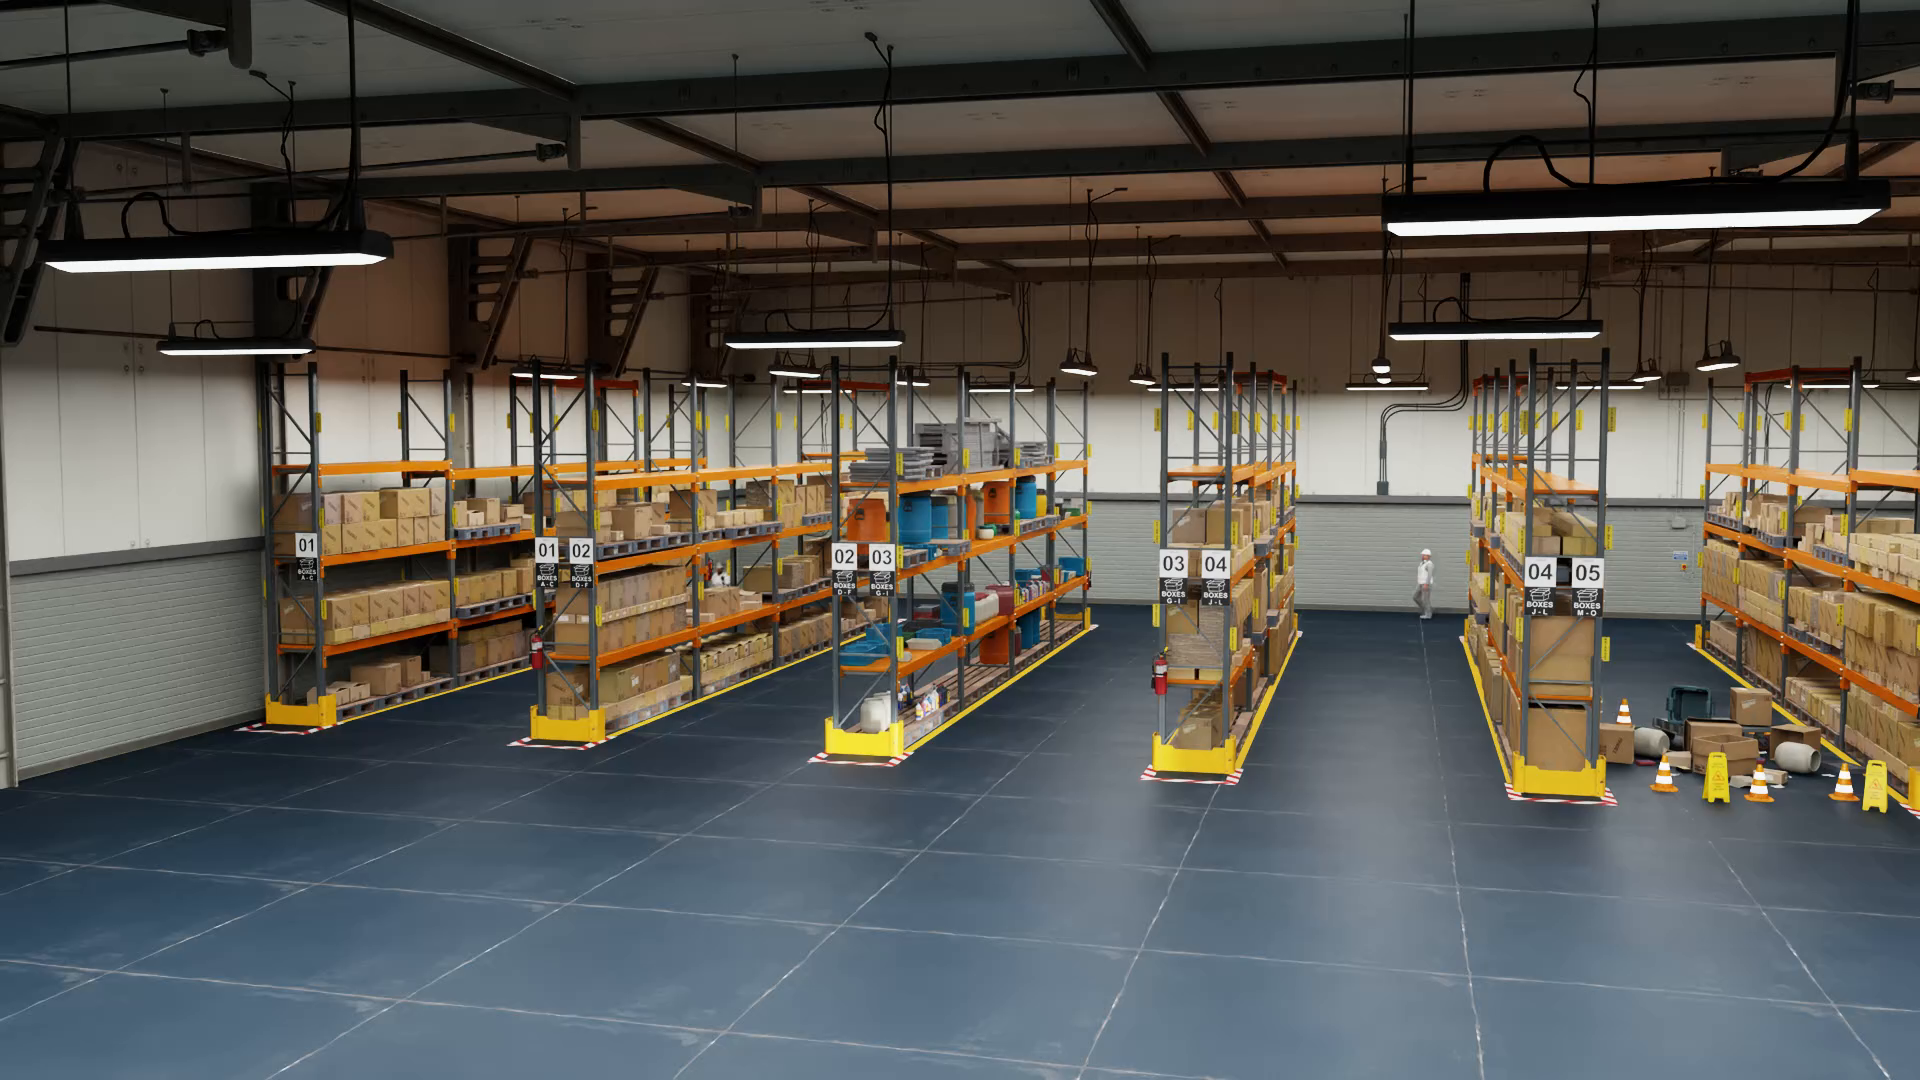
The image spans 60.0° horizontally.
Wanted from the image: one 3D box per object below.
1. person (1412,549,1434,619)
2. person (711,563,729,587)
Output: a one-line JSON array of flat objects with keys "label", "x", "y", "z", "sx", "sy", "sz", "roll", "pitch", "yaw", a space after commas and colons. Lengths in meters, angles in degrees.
[{"label": "person", "x": 11.810, "y": 1.128, "z": 42.401, "sx": 0.462, "sy": 1.795, "sz": 0.580, "roll": 0, "pitch": 4, "yaw": -6}, {"label": "person", "x": -5.778, "y": 1.349, "z": 40.099, "sx": 0.528, "sy": 1.626, "sz": 1.033, "roll": 1, "pitch": 4, "yaw": 13}]
